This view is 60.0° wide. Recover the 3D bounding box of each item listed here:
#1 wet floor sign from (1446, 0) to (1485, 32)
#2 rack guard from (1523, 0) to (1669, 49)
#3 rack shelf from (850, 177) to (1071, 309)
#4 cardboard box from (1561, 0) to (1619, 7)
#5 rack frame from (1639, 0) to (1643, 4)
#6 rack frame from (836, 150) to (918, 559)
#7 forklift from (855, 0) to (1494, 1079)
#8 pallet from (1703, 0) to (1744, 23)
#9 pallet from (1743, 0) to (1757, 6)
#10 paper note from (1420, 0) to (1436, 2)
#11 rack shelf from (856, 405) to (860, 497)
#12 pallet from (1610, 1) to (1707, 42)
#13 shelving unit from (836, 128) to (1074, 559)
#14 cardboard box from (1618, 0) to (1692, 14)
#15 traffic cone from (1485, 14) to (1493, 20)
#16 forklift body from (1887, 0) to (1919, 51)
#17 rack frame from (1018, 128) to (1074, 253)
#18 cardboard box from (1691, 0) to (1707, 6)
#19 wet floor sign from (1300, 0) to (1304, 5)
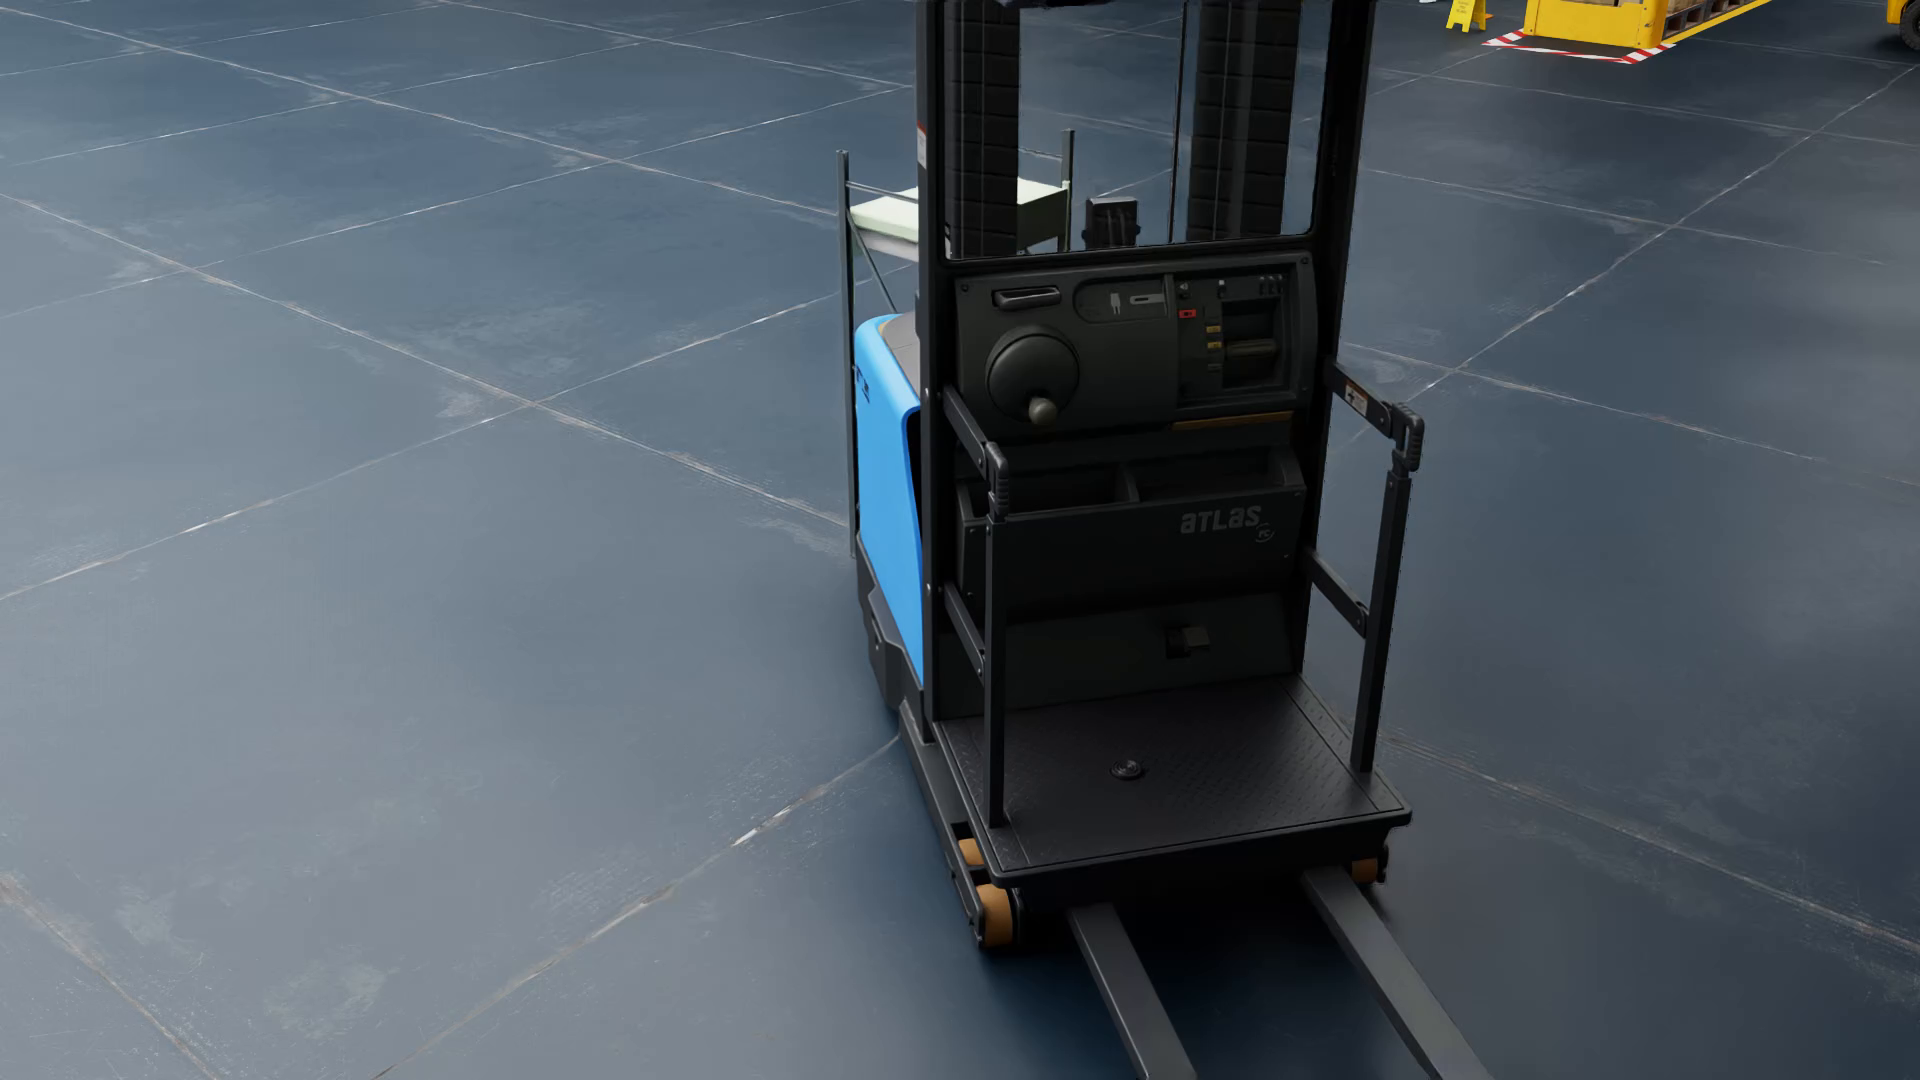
[{"bbox_3d":[4.684,-5.018,15.248,0.232,0.644,0.267,-15,31,-27],"label":"wet floor sign"},{"bbox_3d":[5.678,-4.735,14.859,1.175,0.500,0.348,21,34,34],"label":"rack guard"},{"bbox_3d":[-0.007,-1.023,5.747,0.431,0.370,0.720,22,35,36],"label":"rack shelf"},{"bbox_3d":[5.952,-5.157,15.490,0.500,0.250,0.500,21,34,34],"label":"cardboard box"},{"bbox_3d":[5.630,-5.818,14.233,1.000,3.000,0.127,21,34,34],"label":"rack frame"},{"bbox_3d":[-0.248,-0.550,5.681,0.400,1.500,0.023,22,35,36],"label":"rack frame"},{"bbox_3d":[0.499,-0.457,3.943,1.130,2.935,3.031,-6,28,-12],"label":"forklift"},{"bbox_3d":[6.999,-5.315,16.295,1.003,0.211,1.213,21,34,34],"label":"pallet"},{"bbox_3d":[7.774,-5.750,17.134,1.003,0.211,1.213,21,34,34],"label":"pallet"},{"bbox_3d":[4.695,-5.417,16.687,0.148,0.019,0.142,9,29,17],"label":"paper note"},{"bbox_3d":[-0.007,-0.387,6.076,0.431,0.370,0.720,22,35,36],"label":"rack shelf"},{"bbox_3d":[6.222,-4.884,15.462,1.003,0.211,1.213,21,34,34],"label":"pallet"},{"bbox_3d":[-0.007,-0.677,5.926,0.431,1.500,0.755,22,35,36],"label":"shelving unit"},{"bbox_3d":[6.357,-4.989,15.164,0.500,0.250,0.500,20,34,34],"label":"cardboard box"},{"bbox_3d":[4.908,-5.221,15.839,0.336,0.463,0.334,21,34,34],"label":"traffic cone"},{"bbox_3d":[9.261,-5.198,13.956,2.313,2.155,1.214,21,34,34],"label":"forklift body"},{"bbox_3d":[0.234,-0.803,6.171,0.400,1.500,0.023,22,35,36],"label":"rack frame"},{"bbox_3d":[6.687,-5.168,15.510,0.500,0.250,0.500,22,35,36],"label":"cardboard box"},{"bbox_3d":[3.256,-5.595,16.362,0.267,0.644,0.232,15,31,26],"label":"wet floor sign"}]
